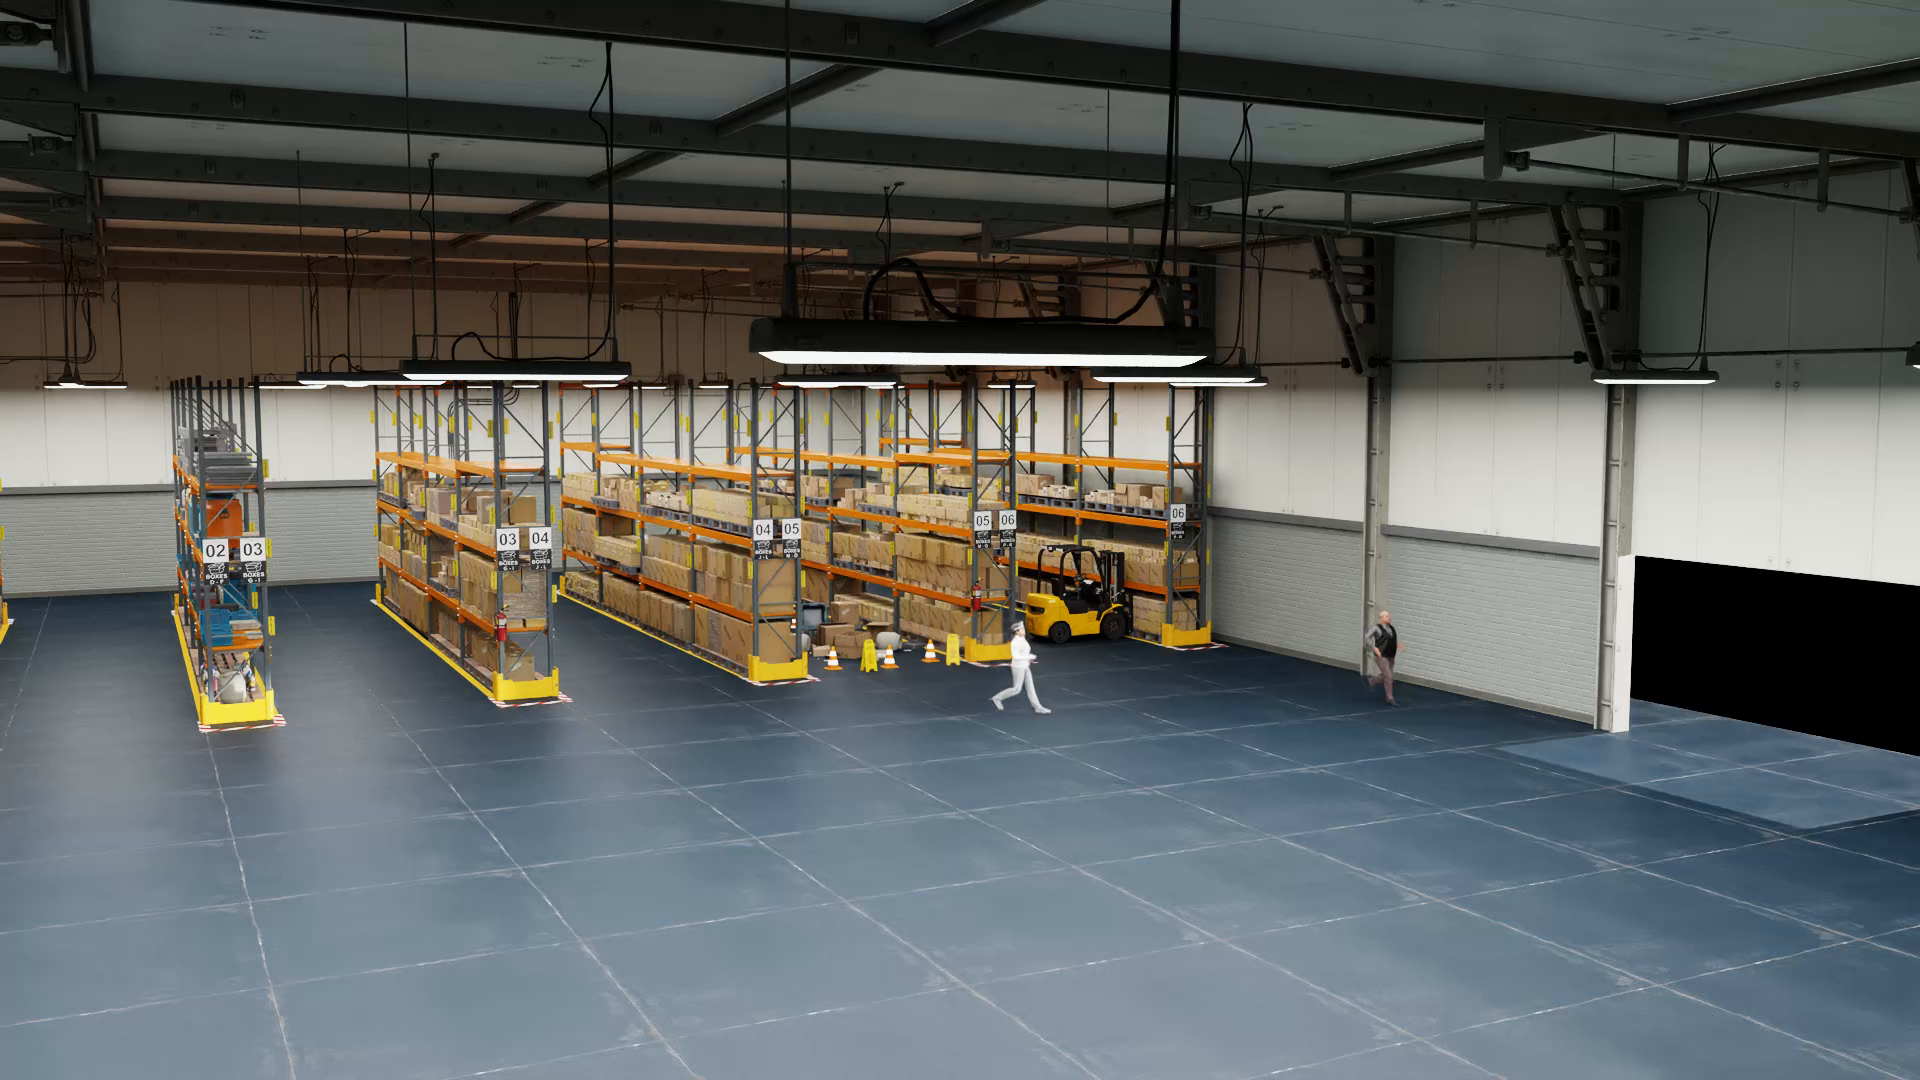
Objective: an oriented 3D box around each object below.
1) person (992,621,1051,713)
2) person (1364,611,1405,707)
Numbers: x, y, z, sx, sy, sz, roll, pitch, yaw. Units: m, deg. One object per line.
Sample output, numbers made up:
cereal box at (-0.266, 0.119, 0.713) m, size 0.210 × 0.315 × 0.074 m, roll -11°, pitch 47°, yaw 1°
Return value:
person at (1.098, 2.246, 29.370) m, size 1.046 × 1.629 × 0.627 m, roll 2°, pitch 5°, yaw 19°
person at (7.781, 2.165, 30.586) m, size 0.662 × 1.719 × 0.880 m, roll -3°, pitch 6°, yaw -33°
